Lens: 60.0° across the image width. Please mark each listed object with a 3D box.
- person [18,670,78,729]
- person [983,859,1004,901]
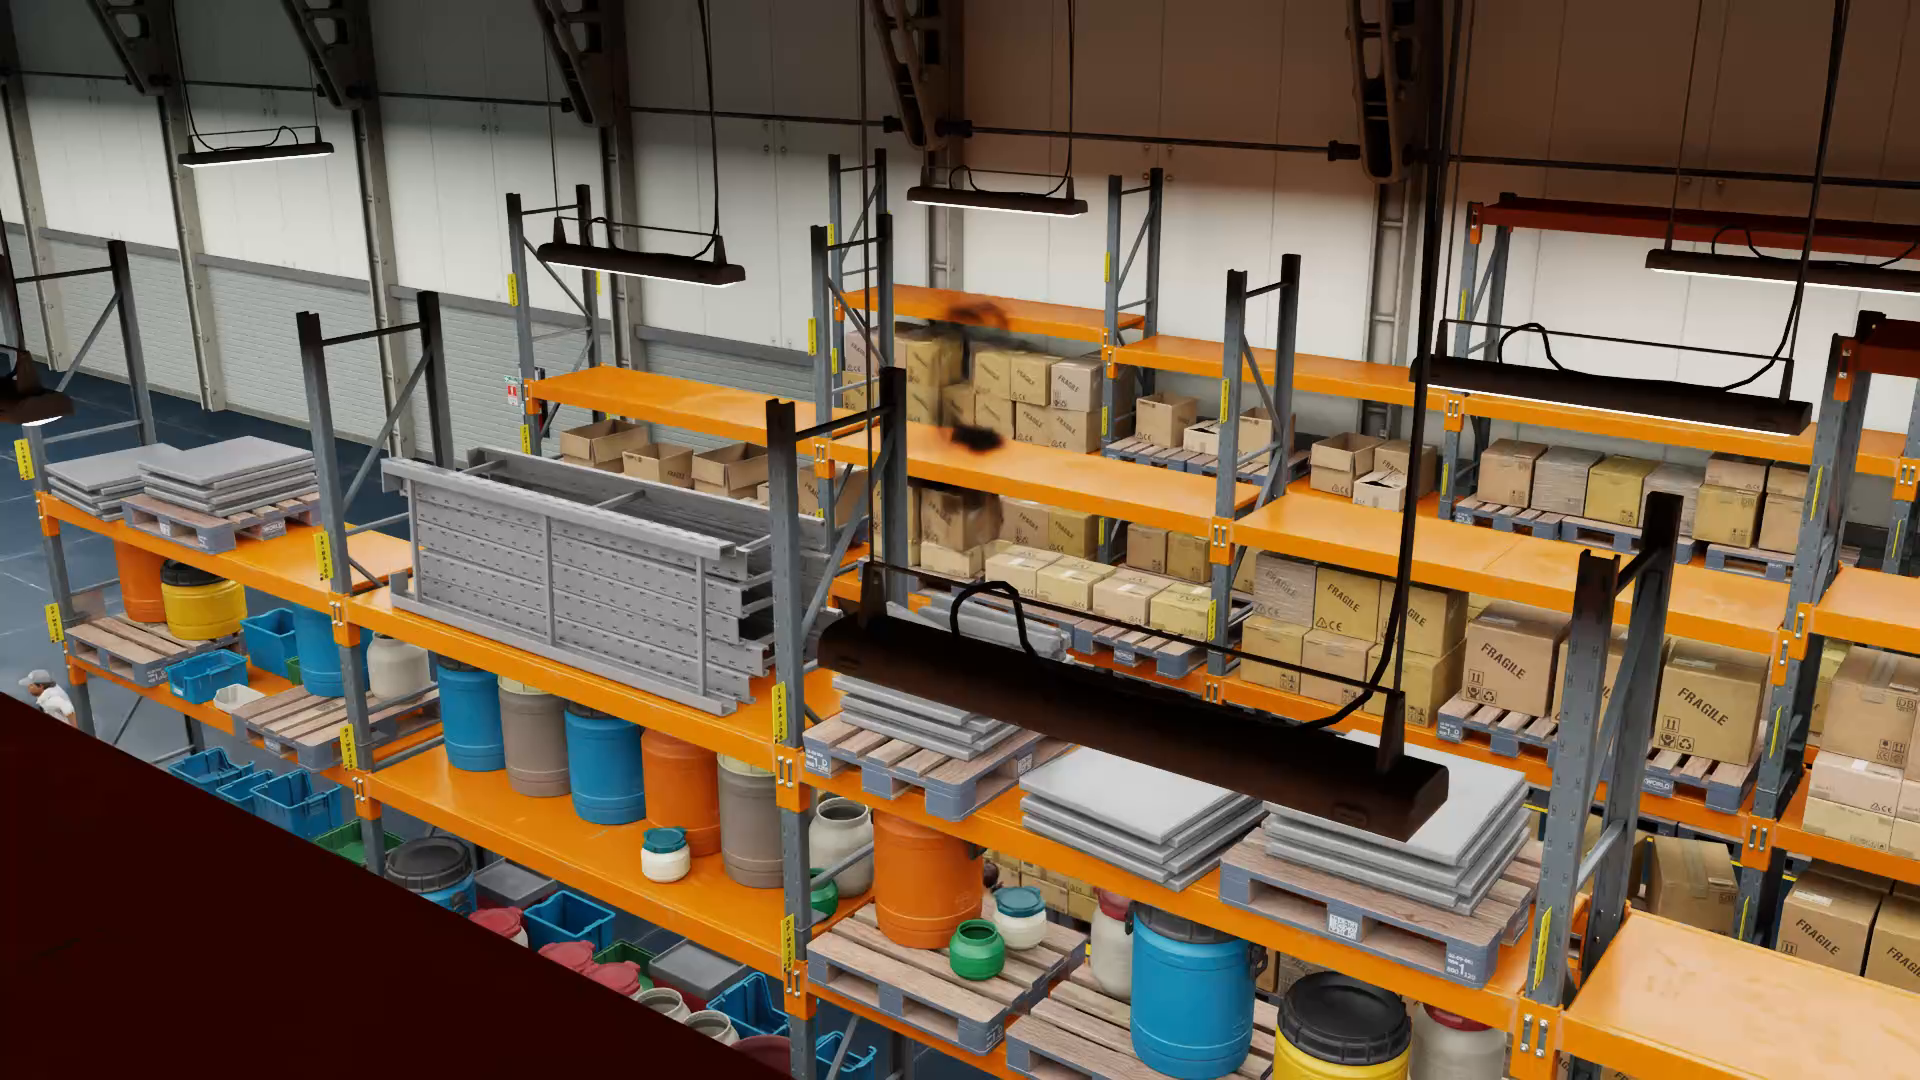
[{"bbox_3d":[-8.867,2.012,16.642,0.759,1.612,0.571,-8,20,-22],"label":"person"},{"bbox_3d":[0.175,3.225,12.908,0.621,1.624,0.561,8,20,23],"label":"person"}]
